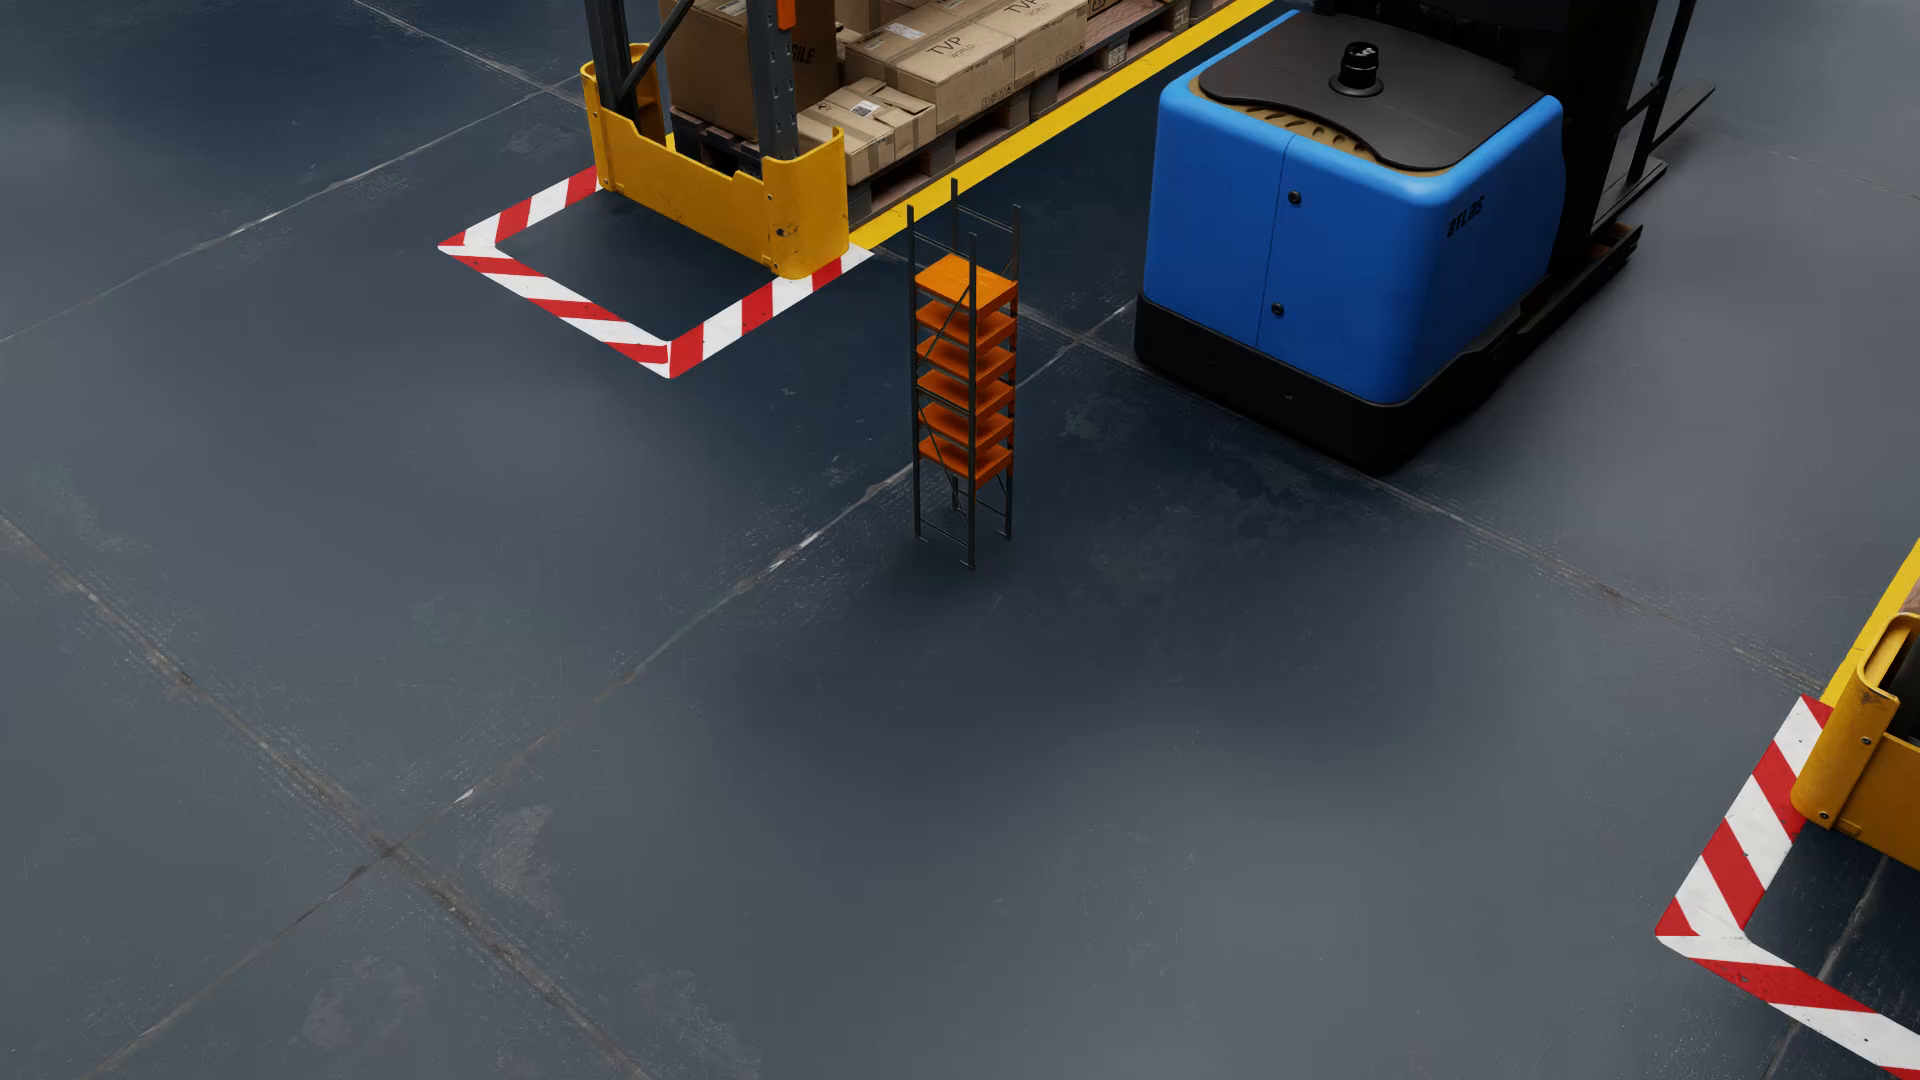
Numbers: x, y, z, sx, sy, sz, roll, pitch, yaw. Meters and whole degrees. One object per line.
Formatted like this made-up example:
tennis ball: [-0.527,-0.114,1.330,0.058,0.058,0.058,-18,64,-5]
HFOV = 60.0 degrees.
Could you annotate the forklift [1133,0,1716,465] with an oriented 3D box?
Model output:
forklift: [1.962,-2.243,5.539,1.130,2.935,3.031,30,50,29]

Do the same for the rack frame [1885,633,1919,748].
rack frame: [2.782,-0.243,3.288,1.000,3.000,0.127,29,50,28]

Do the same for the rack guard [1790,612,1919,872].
rack guard: [2.766,0.694,4.115,1.175,0.500,0.348,29,50,28]

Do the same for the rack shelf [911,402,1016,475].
rack shelf: [0.009,-0.330,4.965,0.258,0.103,0.180,29,50,28]

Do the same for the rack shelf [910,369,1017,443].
rack shelf: [0.009,-0.419,4.884,0.258,0.103,0.180,29,50,28]

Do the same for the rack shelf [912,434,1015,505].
rack shelf: [0.009,-0.241,5.046,0.258,0.103,0.180,29,50,28]

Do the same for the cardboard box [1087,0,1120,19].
cardboard box: [0.357,-2.715,7.535,0.797,0.503,0.637,29,50,28]

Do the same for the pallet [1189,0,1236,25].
pallet: [1.119,-3.061,8.459,1.003,0.211,1.213,29,50,28]

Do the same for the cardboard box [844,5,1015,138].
cardboard box: [-0.123,-1.946,6.877,0.500,0.250,0.500,29,50,28]

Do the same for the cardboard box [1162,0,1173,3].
cardboard box: [0.930,-2.811,7.784,0.500,0.311,0.500,29,50,28]

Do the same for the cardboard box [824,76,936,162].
cardboard box: [-0.319,-1.696,6.665,0.380,0.166,0.250,29,50,28]

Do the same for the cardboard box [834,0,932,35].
cardboard box: [-0.217,-2.394,7.370,0.500,0.250,0.500,29,50,28]

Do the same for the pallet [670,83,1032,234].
pallet: [-0.451,-1.804,7.078,1.003,0.211,1.213,29,50,28]

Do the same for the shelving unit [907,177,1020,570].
shelving unit: [0.009,-0.451,4.855,0.258,1.200,0.189,29,50,28]

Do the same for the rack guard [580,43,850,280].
rack guard: [-0.963,-1.500,6.528,1.175,0.500,0.348,29,50,28]

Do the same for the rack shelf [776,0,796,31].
rack shelf: [0.275,-3.150,7.019,1.077,0.370,4.000,29,50,28]

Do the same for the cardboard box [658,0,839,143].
cardboard box: [-0.851,-2.011,6.763,0.500,0.500,0.500,29,50,28]

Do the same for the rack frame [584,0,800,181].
rack frame: [-1.012,-2.386,5.644,1.000,3.000,0.127,29,50,28]

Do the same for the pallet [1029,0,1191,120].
pallet: [0.334,-2.430,7.765,1.003,0.211,1.213,29,50,28]

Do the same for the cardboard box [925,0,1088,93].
cardboard box: [0.198,-2.204,7.161,0.500,0.250,0.500,29,50,28]

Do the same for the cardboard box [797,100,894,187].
cardboard box: [-0.480,-1.561,6.529,0.380,0.149,0.250,29,50,28]

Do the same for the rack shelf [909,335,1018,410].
rack shelf: [0.009,-0.507,4.804,0.258,0.103,0.180,29,50,28]

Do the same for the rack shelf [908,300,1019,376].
rack shelf: [0.009,-0.596,4.723,0.258,0.103,0.180,29,50,28]

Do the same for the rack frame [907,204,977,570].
rack frame: [-0.050,-0.404,4.803,0.240,1.200,0.006,29,50,28]

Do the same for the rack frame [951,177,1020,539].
rack frame: [0.068,-0.498,4.906,0.240,1.200,0.006,29,50,28]

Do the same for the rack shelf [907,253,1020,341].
rack shelf: [0.009,-0.685,4.642,0.258,0.103,0.180,29,50,28]

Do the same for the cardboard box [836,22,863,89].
cardboard box: [-0.521,-2.057,7.061,0.380,0.166,0.250,29,50,28]

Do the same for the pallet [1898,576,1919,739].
pallet: [3.236,0.343,4.716,1.003,0.211,1.213,29,50,28]
